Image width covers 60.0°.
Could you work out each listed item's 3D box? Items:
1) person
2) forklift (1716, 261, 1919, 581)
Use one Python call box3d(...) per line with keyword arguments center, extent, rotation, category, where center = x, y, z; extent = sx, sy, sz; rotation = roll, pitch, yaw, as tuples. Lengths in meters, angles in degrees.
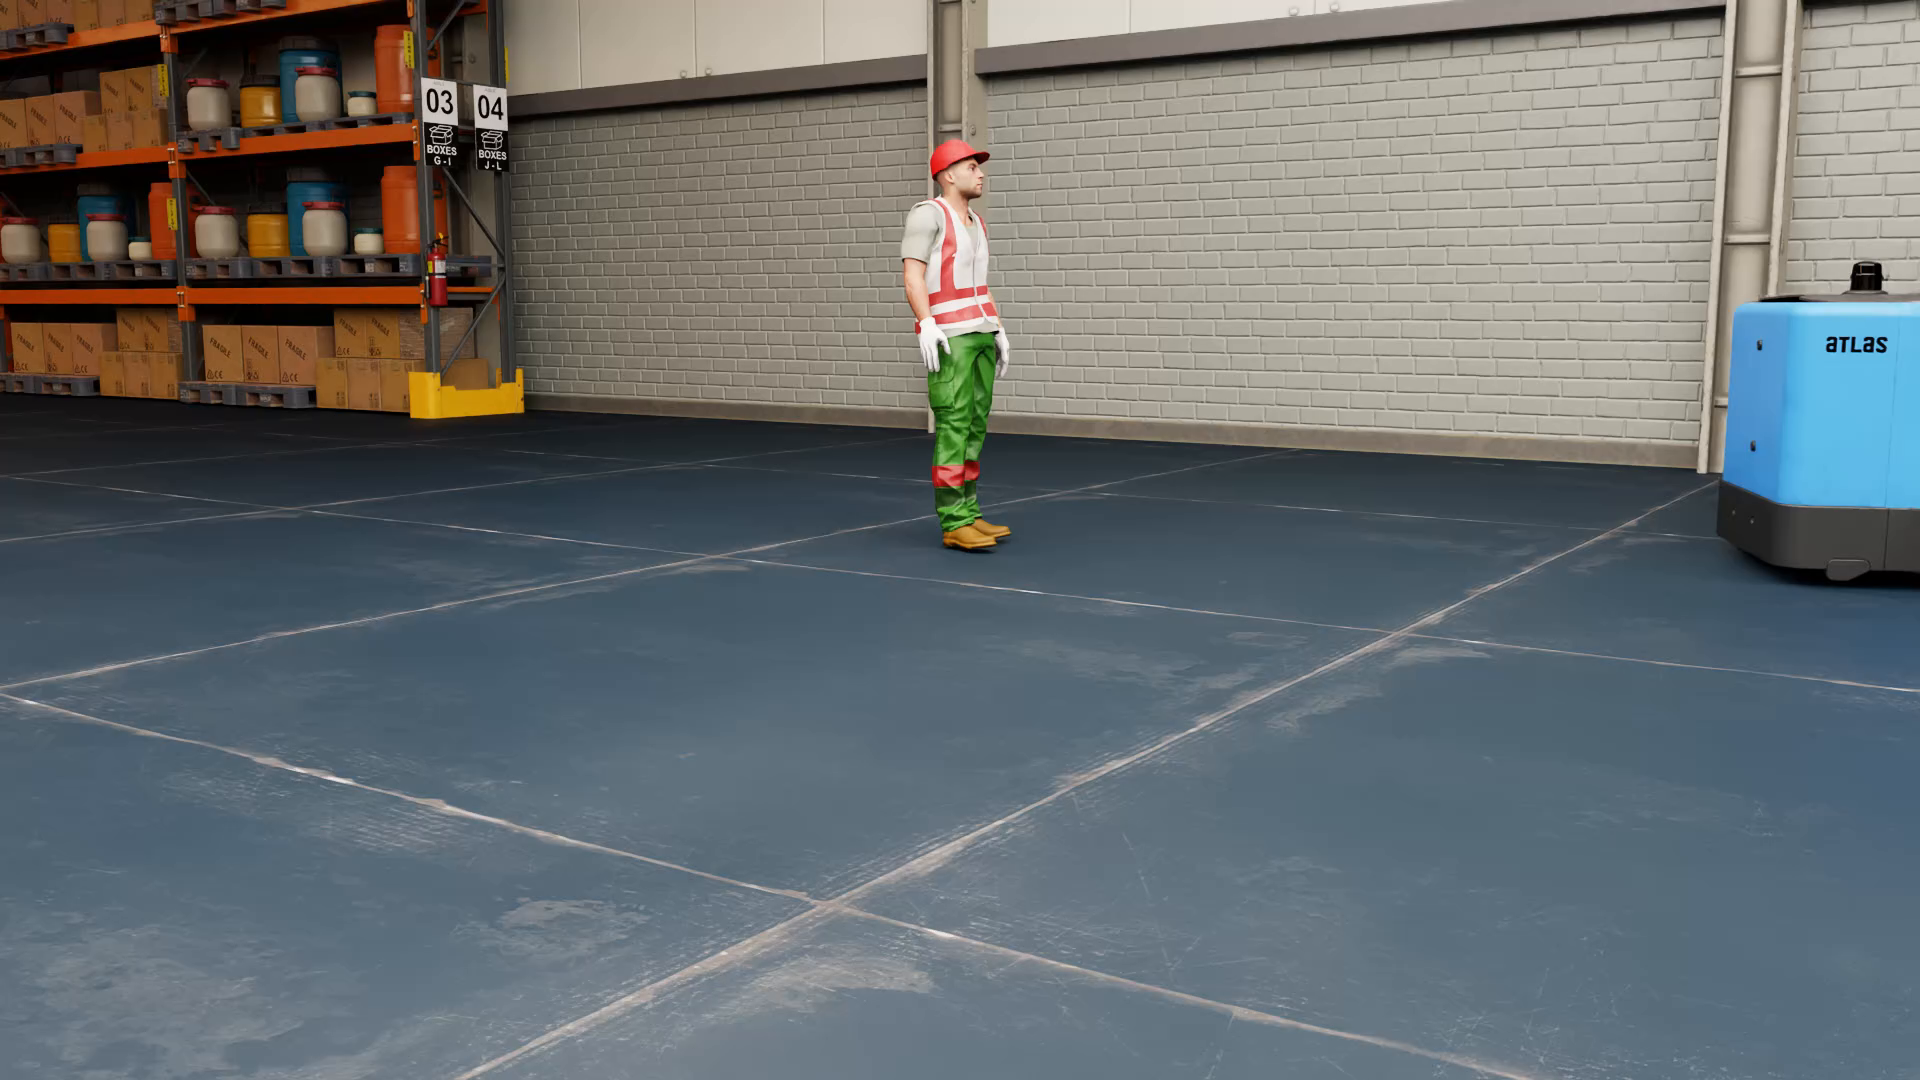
box3d(center=(0.059, -0.885, 7.422), extent=(0.564, 1.787, 0.637), rotation=(5, 10, 34), category="person")
box3d(center=(4.700, -1.302, 6.349), extent=(3.031, 2.935, 1.130), rotation=(2, 8, 12), category="forklift")
